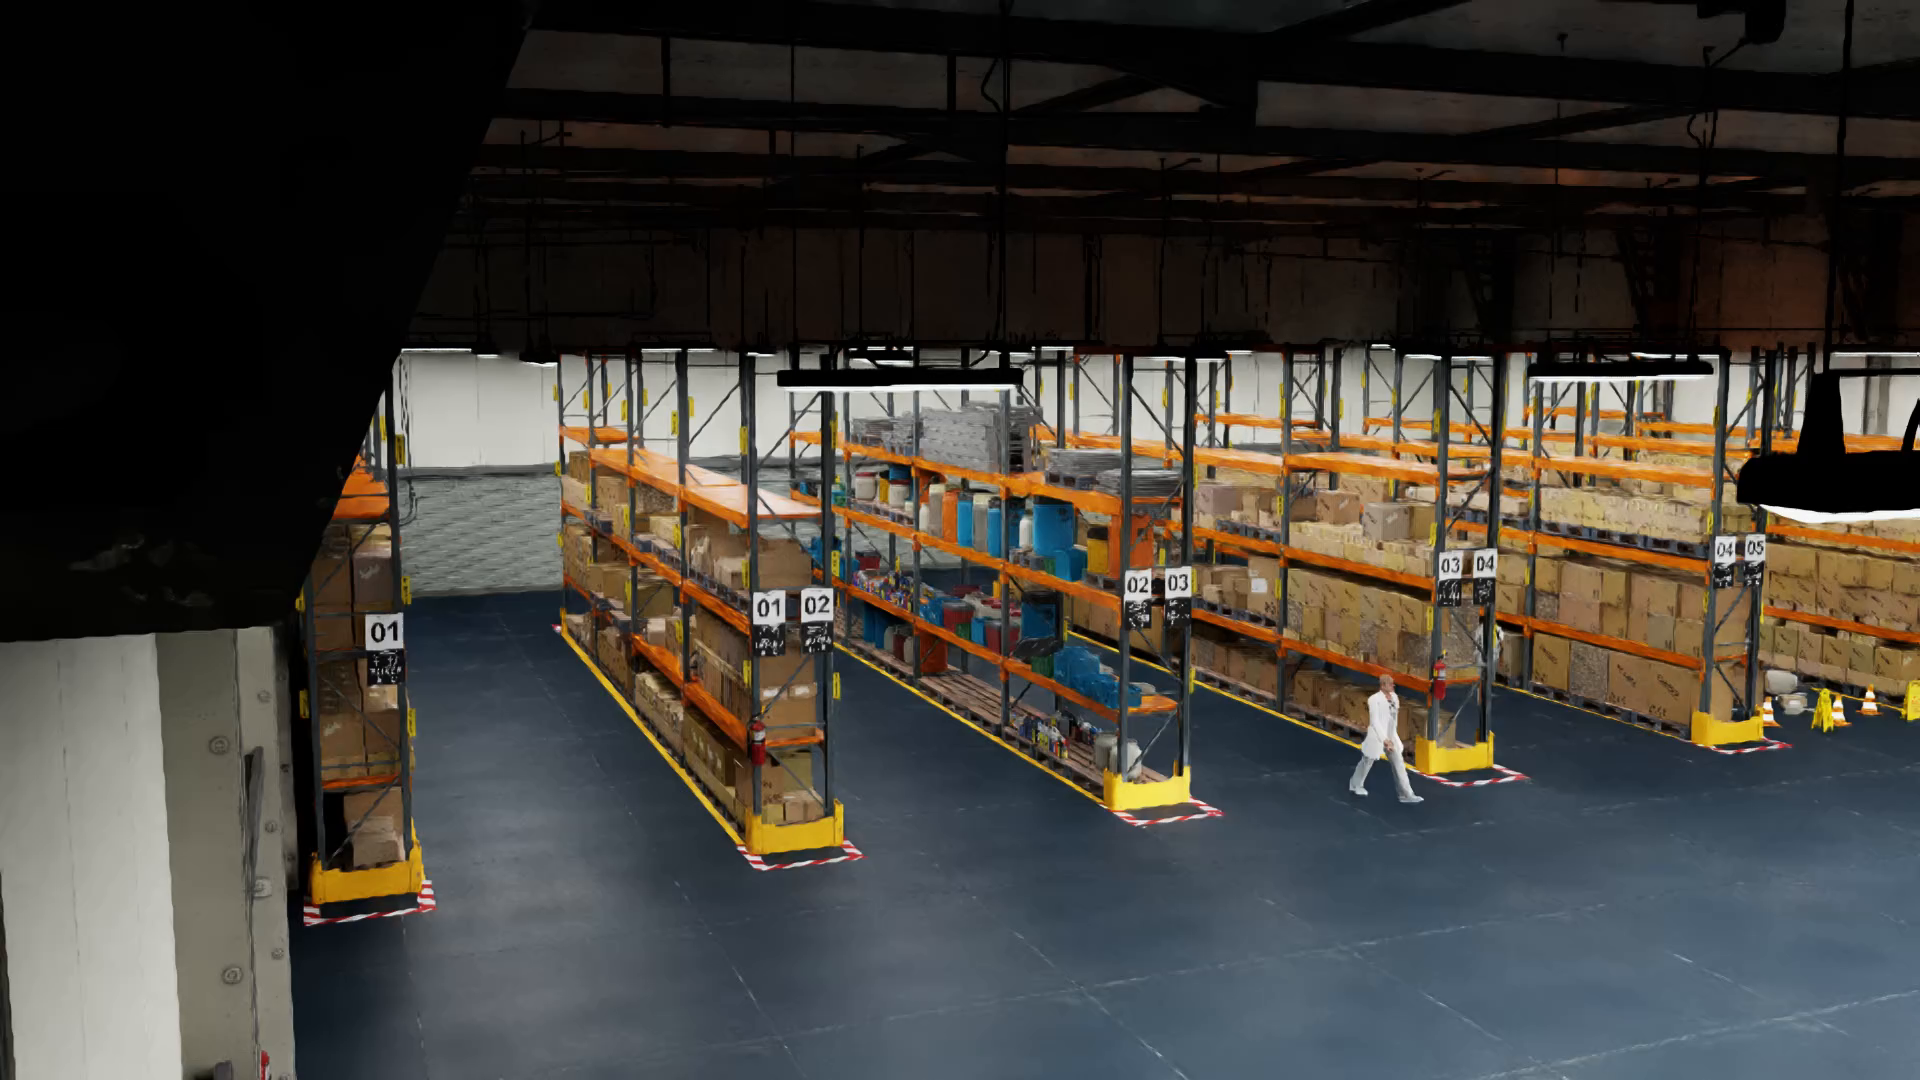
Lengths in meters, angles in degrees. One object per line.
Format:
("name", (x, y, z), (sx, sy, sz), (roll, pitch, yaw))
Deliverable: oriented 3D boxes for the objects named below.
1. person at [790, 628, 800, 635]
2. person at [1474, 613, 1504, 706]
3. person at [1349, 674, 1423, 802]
("person", (-2.884, 1.851, 28.582), (0.538, 1.659, 0.454), (7, 10, 43))
("person", (8.941, 1.962, 28.184), (0.534, 1.598, 0.935), (0, 7, 0))
("person", (5.682, 2.642, 22.280), (0.580, 1.715, 1.105), (-4, 8, -29))
